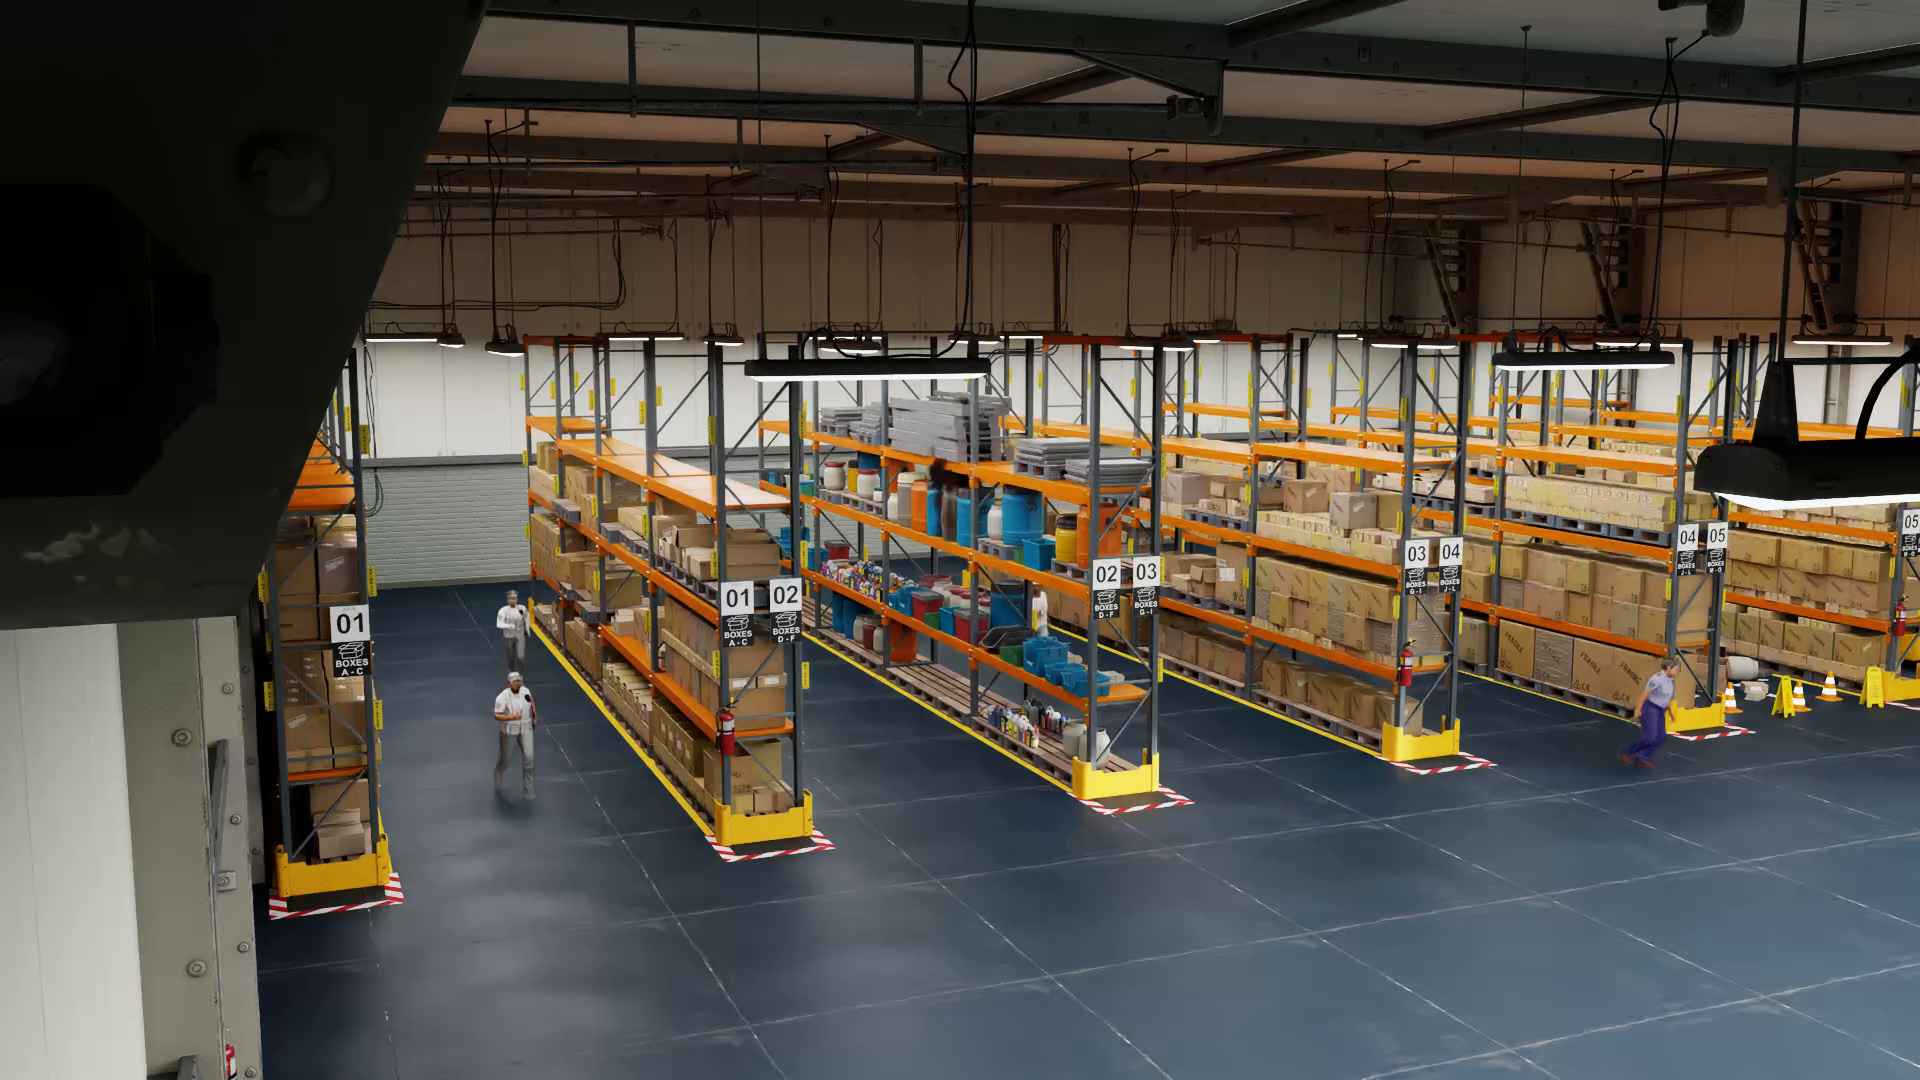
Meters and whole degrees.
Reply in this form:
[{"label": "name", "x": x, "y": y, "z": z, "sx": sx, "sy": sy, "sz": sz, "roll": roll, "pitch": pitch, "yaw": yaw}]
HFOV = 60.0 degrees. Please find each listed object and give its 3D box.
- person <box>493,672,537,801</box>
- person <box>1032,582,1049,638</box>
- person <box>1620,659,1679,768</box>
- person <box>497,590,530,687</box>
[{"label": "person", "x": -5.939, "y": 2.575, "z": 22.184, "sx": 0.597, "sy": 1.709, "sz": 0.901, "roll": -5, "pitch": 9, "yaw": -30}, {"label": "person", "x": 1.346, "y": 1.547, "z": 29.487, "sx": 0.677, "sy": 1.811, "sz": 0.826, "roll": -4, "pitch": 9, "yaw": -27}, {"label": "person", "x": 9.739, "y": 2.441, "z": 23.470, "sx": 0.748, "sy": 1.565, "sz": 0.606, "roll": -7, "pitch": 11, "yaw": -44}, {"label": "person", "x": -7.649, "y": 1.708, "z": 28.528, "sx": 0.558, "sy": 1.745, "sz": 0.832, "roll": -2, "pitch": 8, "yaw": -16}]
